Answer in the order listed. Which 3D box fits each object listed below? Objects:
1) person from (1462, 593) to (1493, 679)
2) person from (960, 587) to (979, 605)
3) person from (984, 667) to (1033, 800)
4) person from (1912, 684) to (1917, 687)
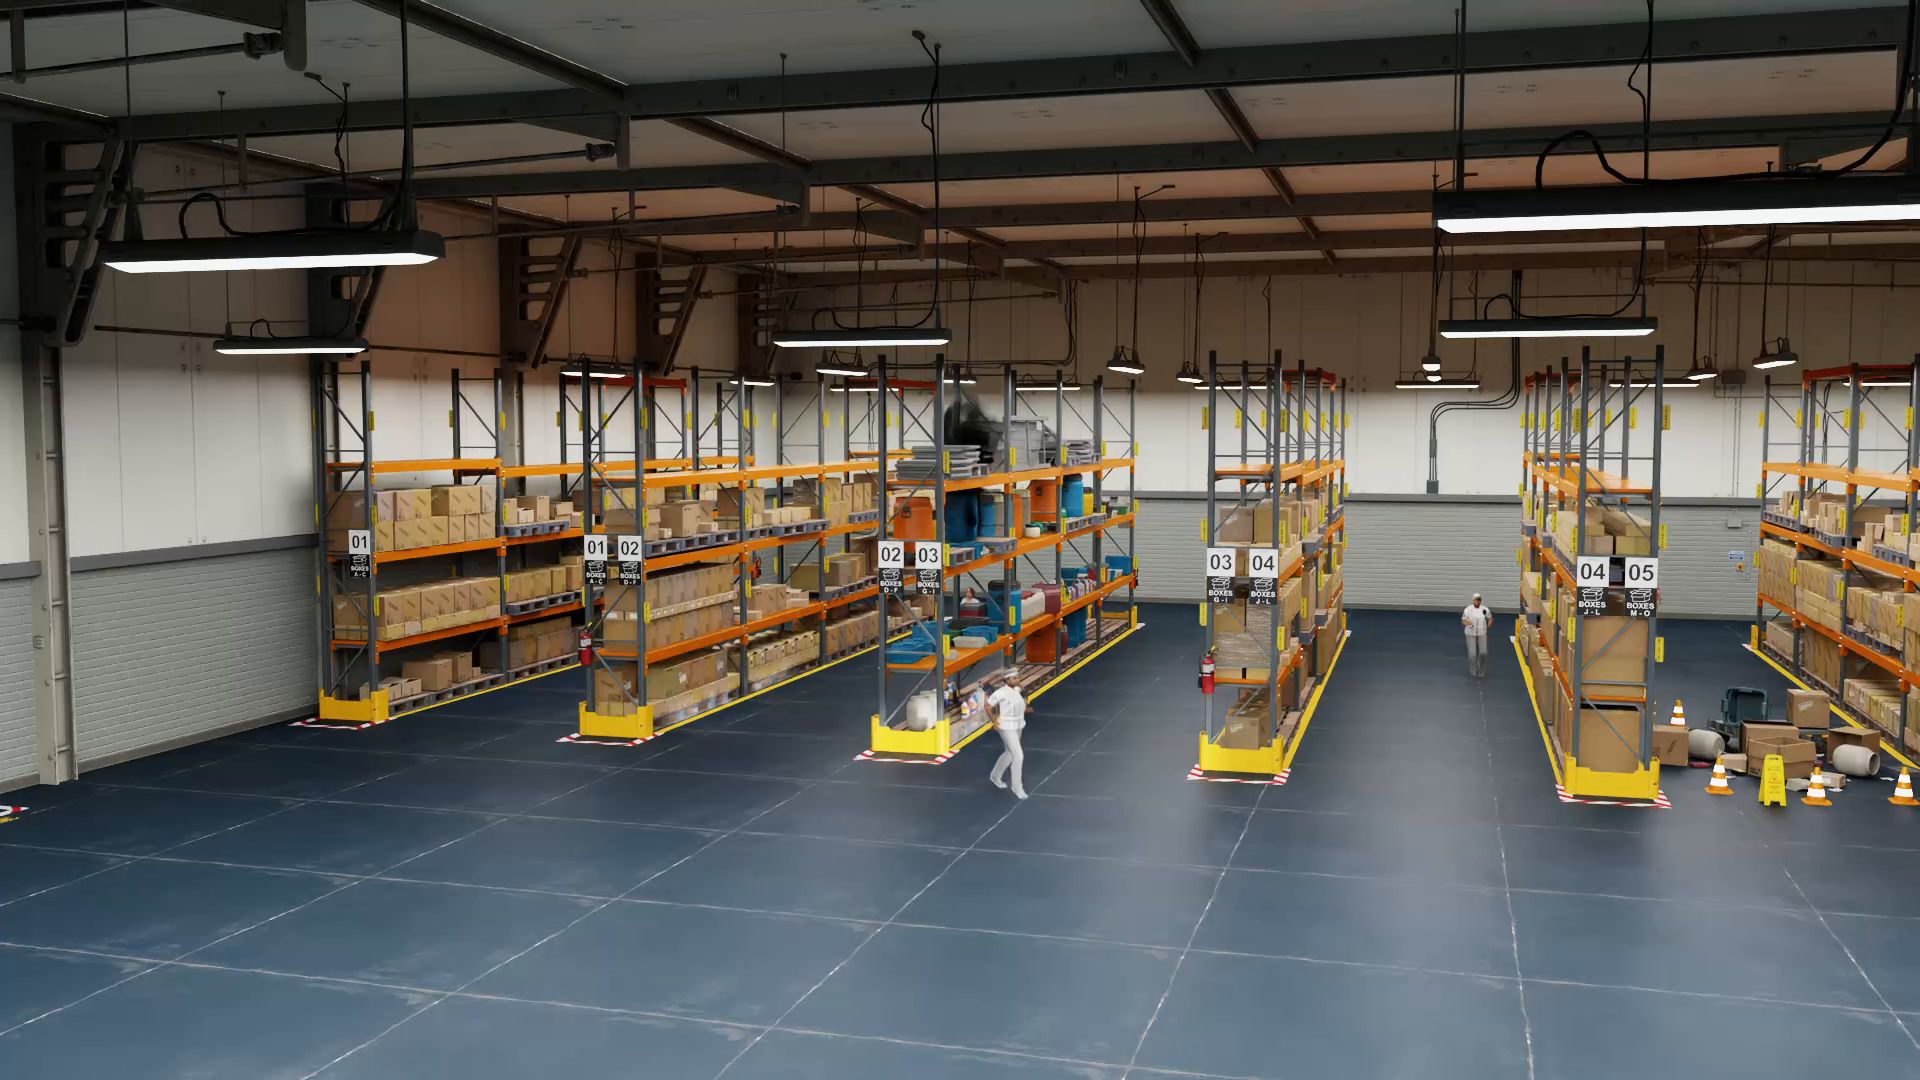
[{"bbox_3d":[10.066,1.874,32.353,0.587,1.660,0.610,1,4,14],"label":"person"},{"bbox_3d":[0.173,1.762,34.155,0.504,1.604,0.672,1,4,10],"label":"person"},{"bbox_3d":[0.664,2.566,22.262,0.780,1.756,0.551,3,5,38],"label":"person"},{"bbox_3d":[17.721,1.949,30.569,0.701,1.804,0.770,1,4,13],"label":"person"}]
